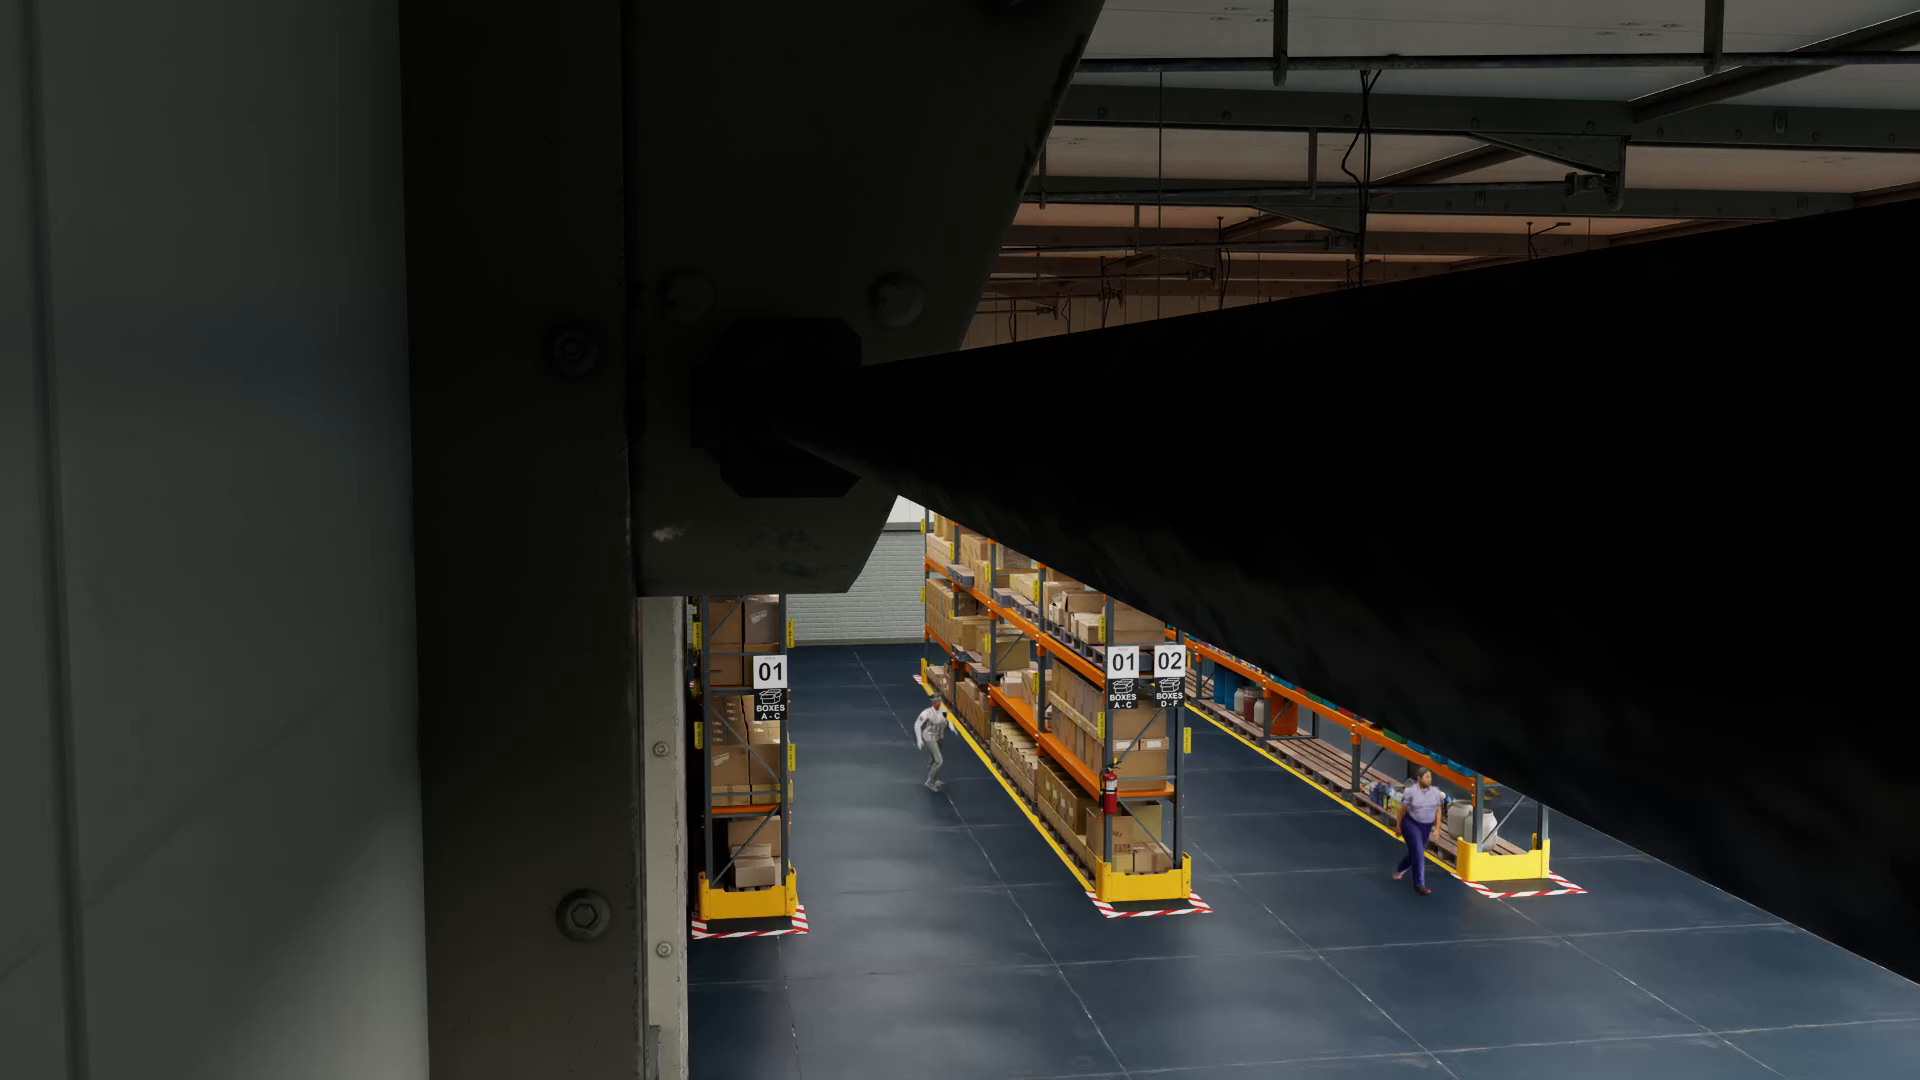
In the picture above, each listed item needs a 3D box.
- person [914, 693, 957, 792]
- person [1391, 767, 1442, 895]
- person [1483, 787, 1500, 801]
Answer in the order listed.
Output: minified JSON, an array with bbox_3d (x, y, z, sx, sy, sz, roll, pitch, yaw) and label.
[{"bbox_3d":[-0.367,3.221,26.593,0.752,1.630,0.615,4,6,38],"label":"person"},{"bbox_3d":[5.839,3.660,21.219,0.515,1.592,0.891,-2,5,-17],"label":"person"},{"bbox_3d":[8.363,3.245,25.676,0.842,1.656,0.721,5,7,44],"label":"person"}]
